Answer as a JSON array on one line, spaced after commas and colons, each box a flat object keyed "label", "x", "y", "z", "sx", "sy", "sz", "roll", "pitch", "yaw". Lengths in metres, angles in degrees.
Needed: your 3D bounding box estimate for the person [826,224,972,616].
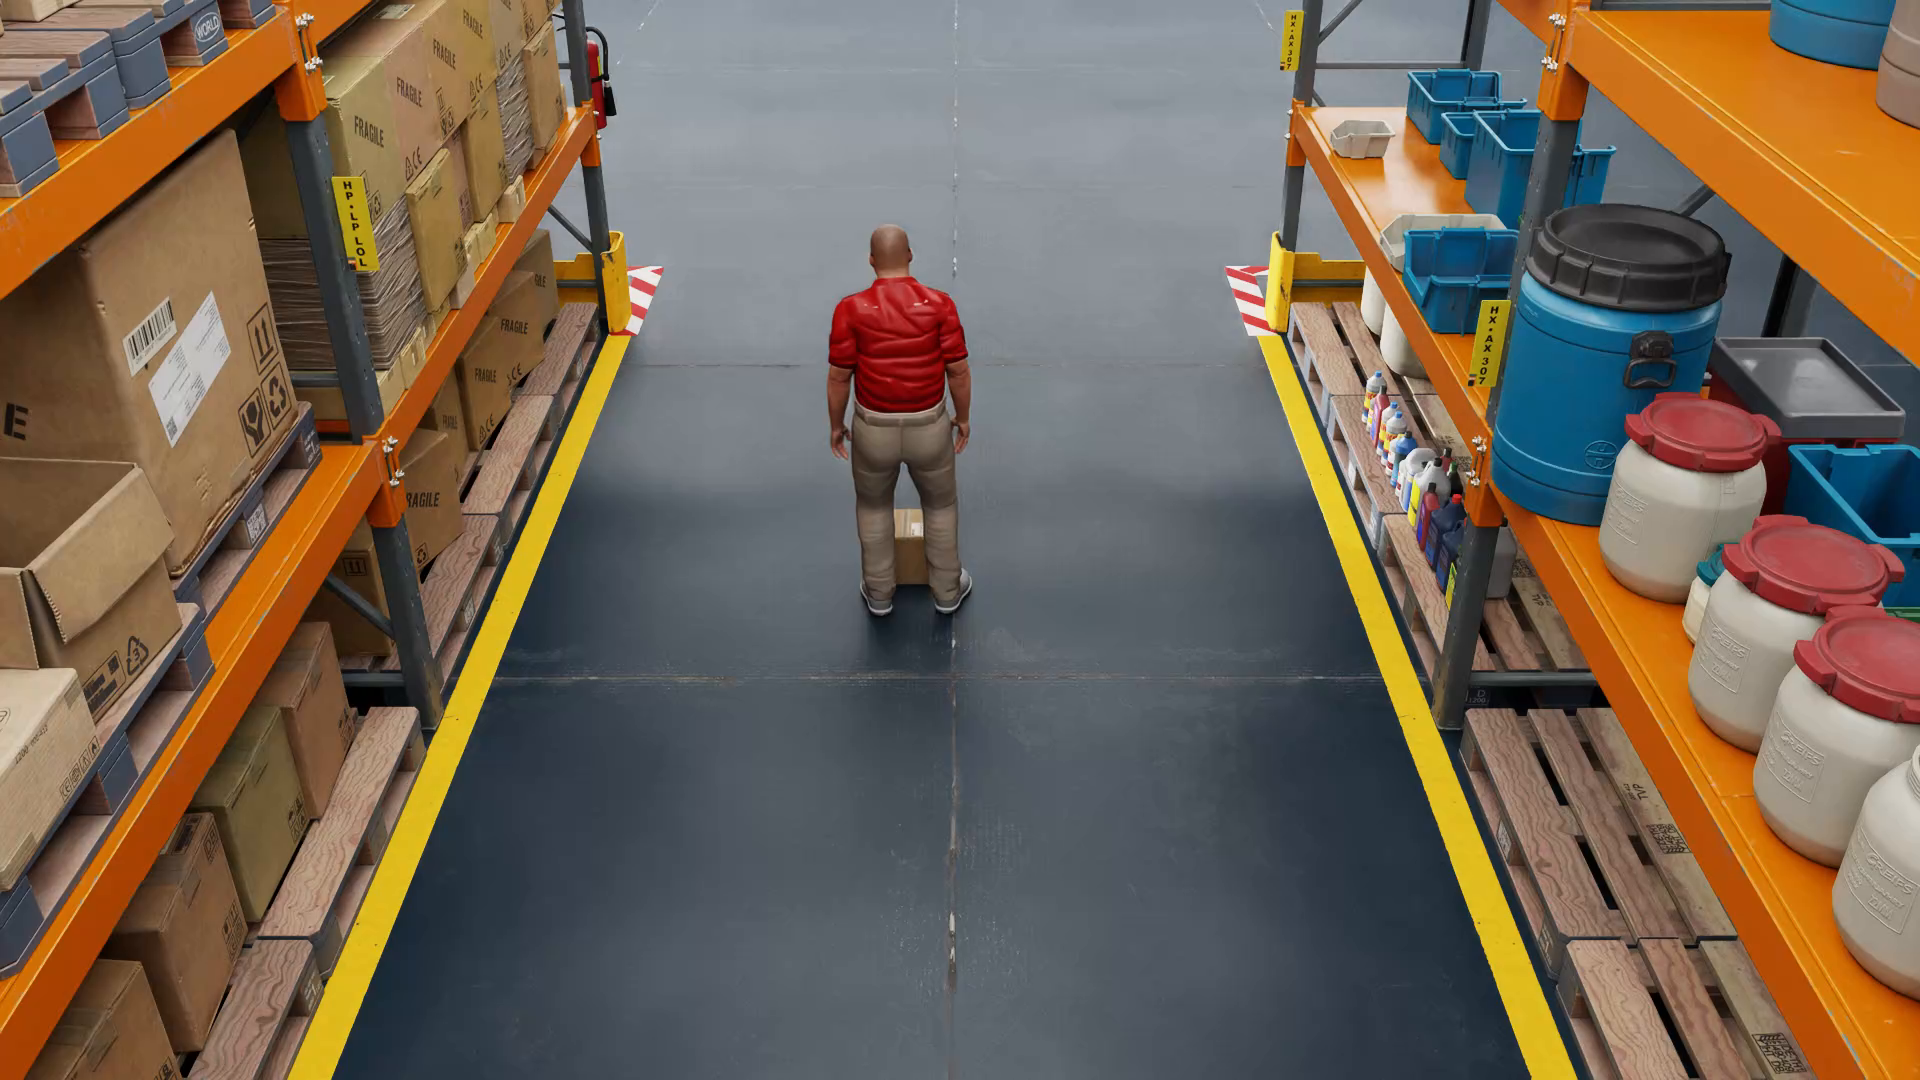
[{"label": "person", "x": -0.243, "y": -0.469, "z": 6.917, "sx": 0.606, "sy": 1.727, "sz": 0.391, "roll": -2, "pitch": 31, "yaw": -3}]
